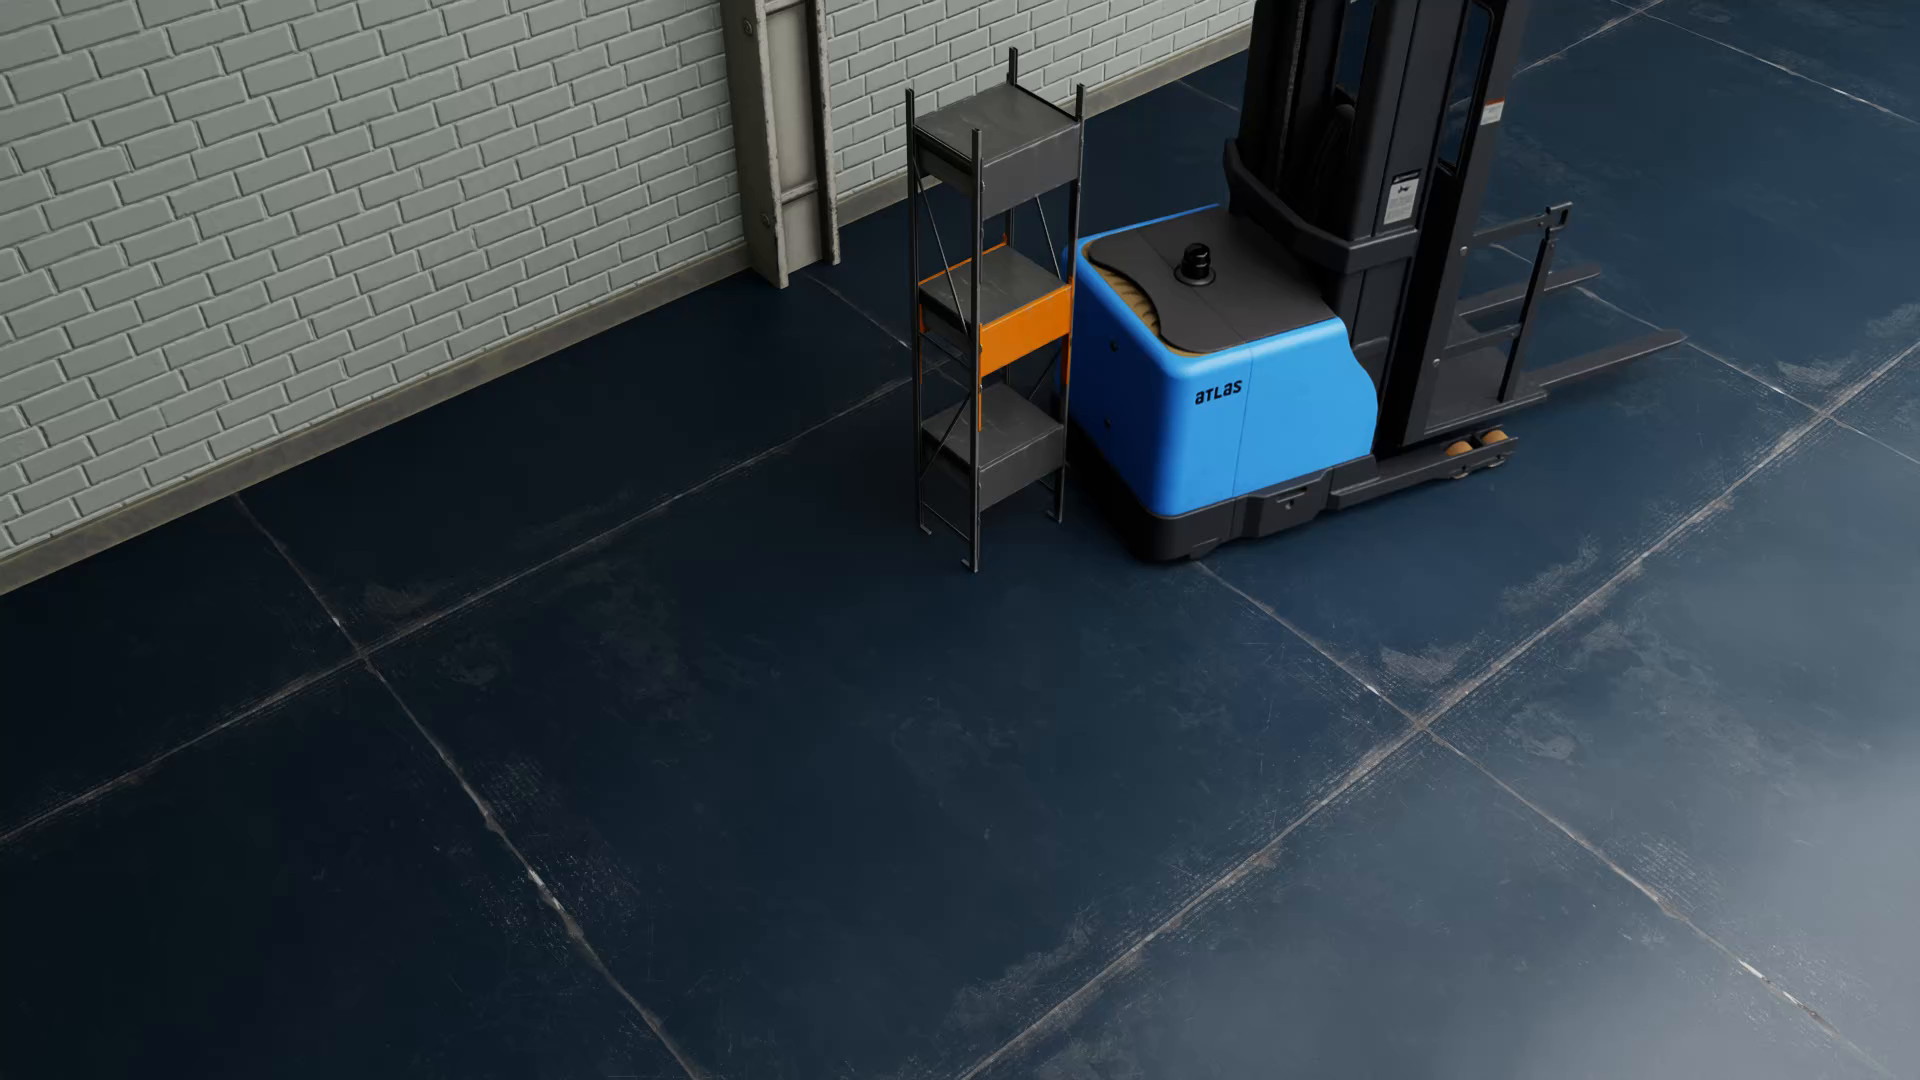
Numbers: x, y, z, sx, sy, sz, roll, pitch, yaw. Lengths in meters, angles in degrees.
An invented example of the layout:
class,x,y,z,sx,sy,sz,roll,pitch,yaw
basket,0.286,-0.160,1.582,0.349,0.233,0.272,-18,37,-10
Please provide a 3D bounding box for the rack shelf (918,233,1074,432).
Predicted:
class,x,y,z,sx,sy,sz,roll,pitch,yaw
rack shelf,0.127,-0.828,6.618,0.480,0.518,0.431,-30,51,-28

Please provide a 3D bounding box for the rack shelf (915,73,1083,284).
class,x,y,z,sx,sy,sz,roll,pitch,yaw
rack shelf,0.127,-1.338,6.139,0.480,0.518,0.431,-30,51,-28

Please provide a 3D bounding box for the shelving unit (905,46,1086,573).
class,x,y,z,sx,sy,sz,roll,pitch,yaw
shelving unit,0.127,-0.838,6.609,0.503,2.100,0.431,-30,51,-28

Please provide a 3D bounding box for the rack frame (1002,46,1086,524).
class,x,y,z,sx,sy,sz,roll,pitch,yaw
rack frame,0.314,-0.945,6.723,0.015,2.100,0.400,-30,51,-28

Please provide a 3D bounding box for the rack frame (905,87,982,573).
class,x,y,z,sx,sy,sz,roll,pitch,yaw
rack frame,-0.060,-0.731,6.494,0.015,2.100,0.400,-30,51,-28

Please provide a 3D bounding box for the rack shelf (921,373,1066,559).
class,x,y,z,sx,sy,sz,roll,pitch,yaw
rack shelf,0.127,-0.318,7.097,0.480,0.518,0.431,-30,51,-28

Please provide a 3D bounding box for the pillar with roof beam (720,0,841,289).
class,x,y,z,sx,sy,sz,roll,pitch,yaw
pillar with roof beam,1.881,-2.490,3.328,0.400,9.000,9.100,-30,51,-28

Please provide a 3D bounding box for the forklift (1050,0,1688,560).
class,x,y,z,sx,sy,sz,roll,pitch,yaw
forklift,1.974,-1.661,6.878,3.031,2.935,1.130,-17,46,-18
